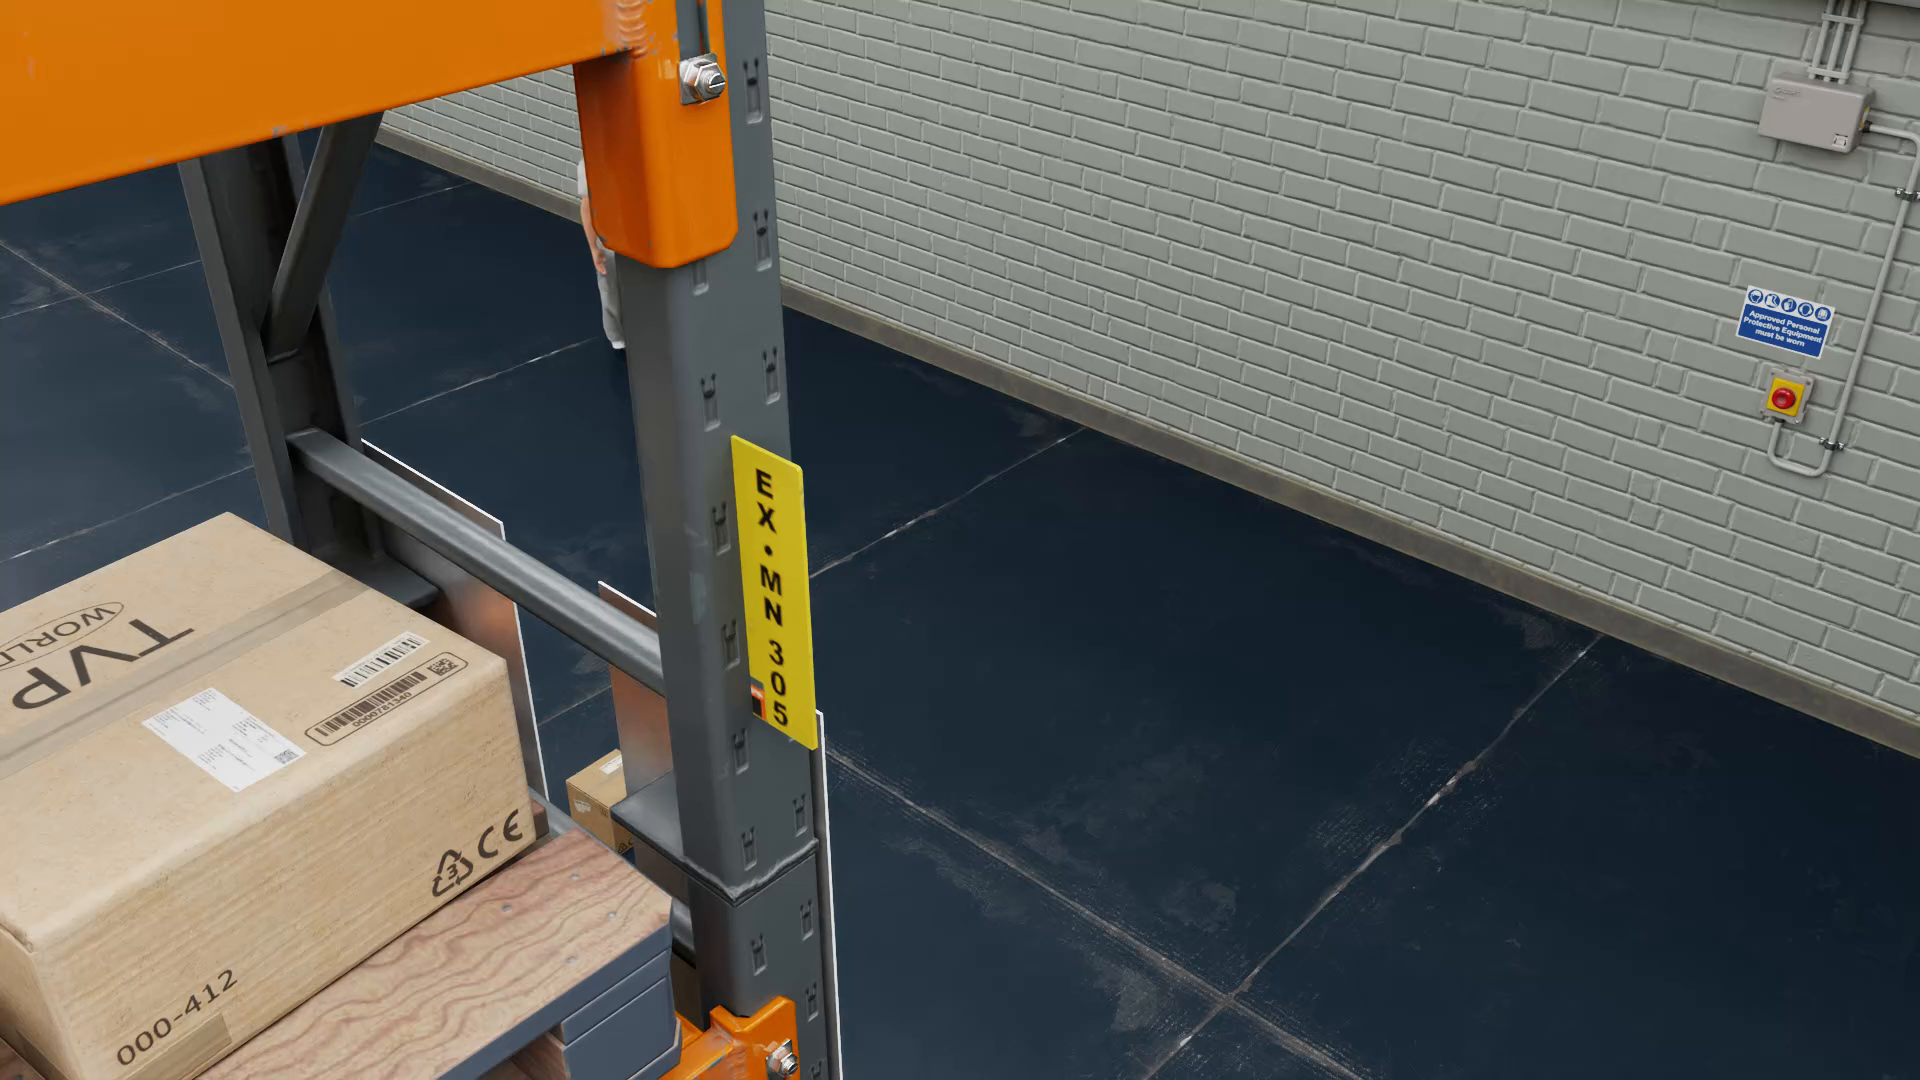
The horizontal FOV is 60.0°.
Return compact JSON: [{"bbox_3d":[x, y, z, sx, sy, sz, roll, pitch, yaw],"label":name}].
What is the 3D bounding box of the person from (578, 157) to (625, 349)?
[{"bbox_3d":[-1.913,-1.759,9.497,0.446,1.620,0.937,-5,32,-8],"label":"person"}]
